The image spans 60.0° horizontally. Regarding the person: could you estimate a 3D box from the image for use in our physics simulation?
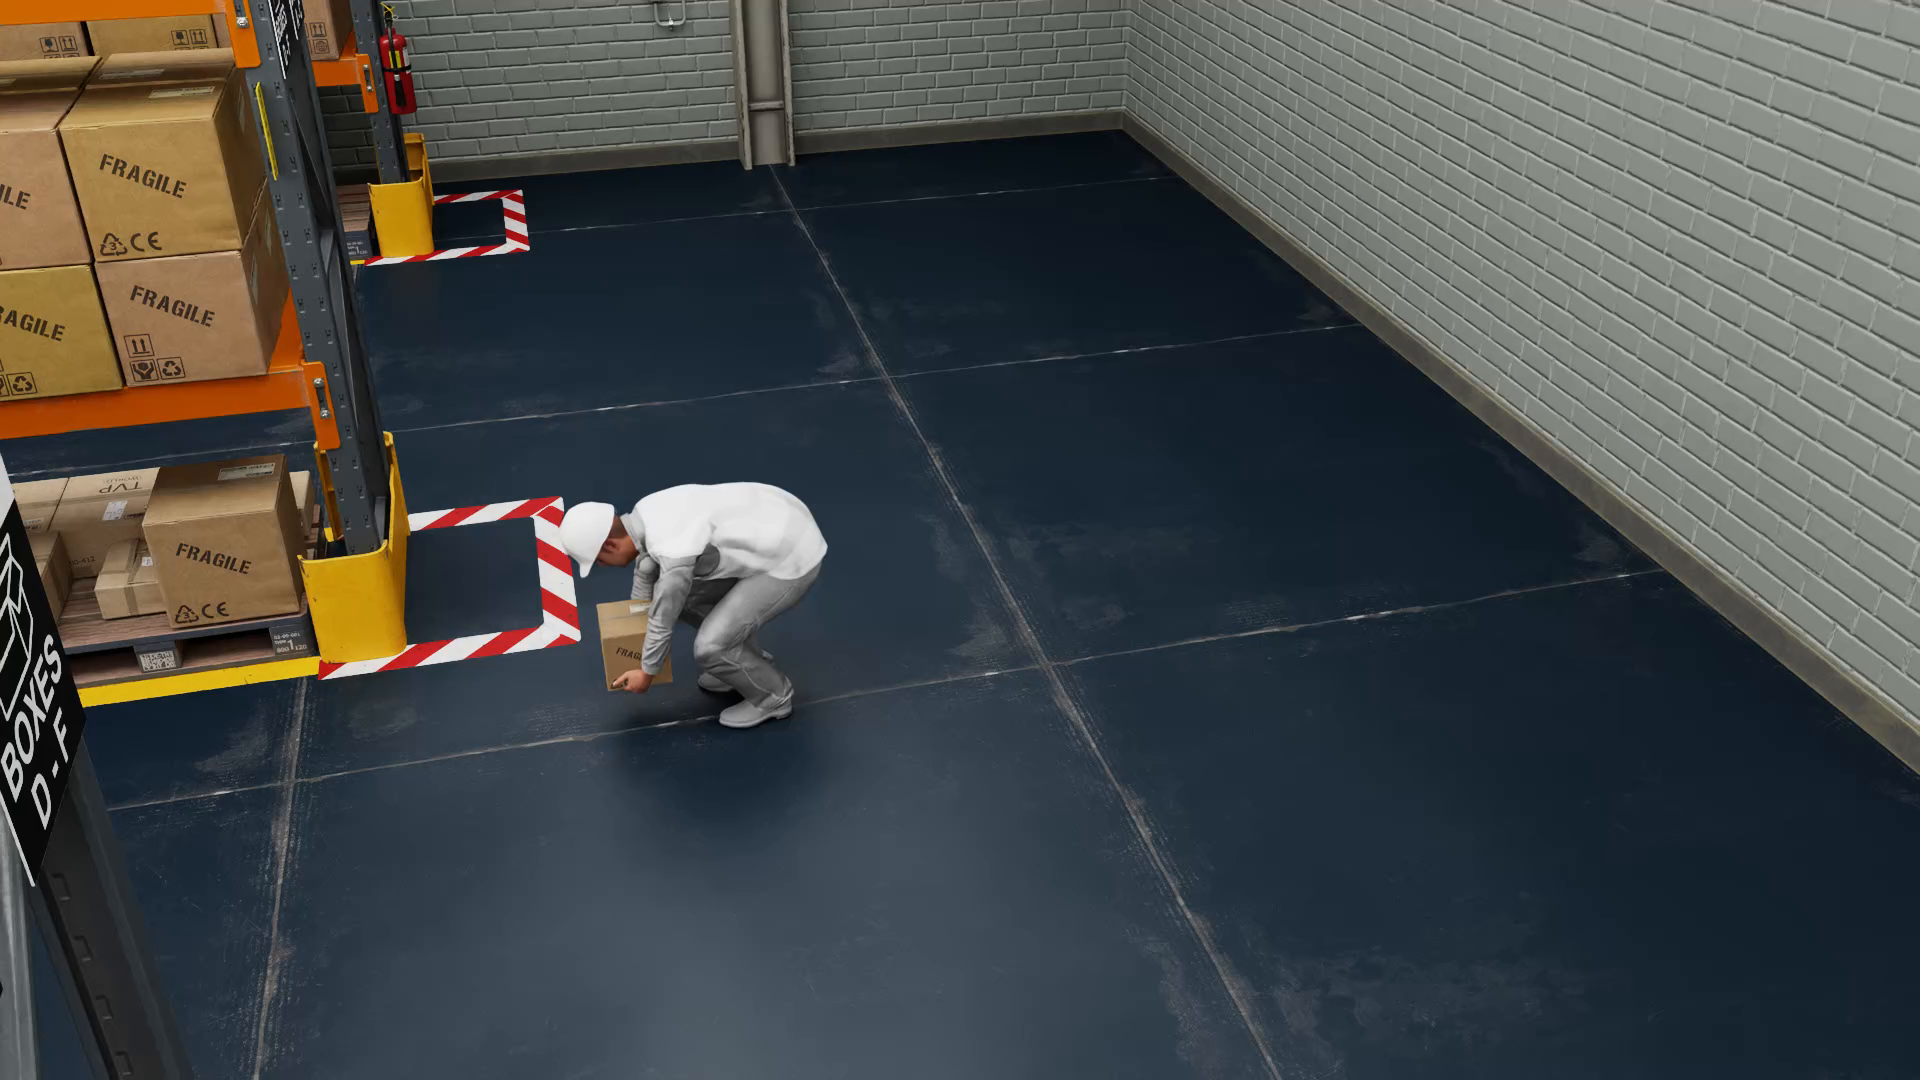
[{"bbox_3d":[-1.008,0.243,6.460,0.988,0.996,0.513,-9,31,-15],"label":"person"}]
